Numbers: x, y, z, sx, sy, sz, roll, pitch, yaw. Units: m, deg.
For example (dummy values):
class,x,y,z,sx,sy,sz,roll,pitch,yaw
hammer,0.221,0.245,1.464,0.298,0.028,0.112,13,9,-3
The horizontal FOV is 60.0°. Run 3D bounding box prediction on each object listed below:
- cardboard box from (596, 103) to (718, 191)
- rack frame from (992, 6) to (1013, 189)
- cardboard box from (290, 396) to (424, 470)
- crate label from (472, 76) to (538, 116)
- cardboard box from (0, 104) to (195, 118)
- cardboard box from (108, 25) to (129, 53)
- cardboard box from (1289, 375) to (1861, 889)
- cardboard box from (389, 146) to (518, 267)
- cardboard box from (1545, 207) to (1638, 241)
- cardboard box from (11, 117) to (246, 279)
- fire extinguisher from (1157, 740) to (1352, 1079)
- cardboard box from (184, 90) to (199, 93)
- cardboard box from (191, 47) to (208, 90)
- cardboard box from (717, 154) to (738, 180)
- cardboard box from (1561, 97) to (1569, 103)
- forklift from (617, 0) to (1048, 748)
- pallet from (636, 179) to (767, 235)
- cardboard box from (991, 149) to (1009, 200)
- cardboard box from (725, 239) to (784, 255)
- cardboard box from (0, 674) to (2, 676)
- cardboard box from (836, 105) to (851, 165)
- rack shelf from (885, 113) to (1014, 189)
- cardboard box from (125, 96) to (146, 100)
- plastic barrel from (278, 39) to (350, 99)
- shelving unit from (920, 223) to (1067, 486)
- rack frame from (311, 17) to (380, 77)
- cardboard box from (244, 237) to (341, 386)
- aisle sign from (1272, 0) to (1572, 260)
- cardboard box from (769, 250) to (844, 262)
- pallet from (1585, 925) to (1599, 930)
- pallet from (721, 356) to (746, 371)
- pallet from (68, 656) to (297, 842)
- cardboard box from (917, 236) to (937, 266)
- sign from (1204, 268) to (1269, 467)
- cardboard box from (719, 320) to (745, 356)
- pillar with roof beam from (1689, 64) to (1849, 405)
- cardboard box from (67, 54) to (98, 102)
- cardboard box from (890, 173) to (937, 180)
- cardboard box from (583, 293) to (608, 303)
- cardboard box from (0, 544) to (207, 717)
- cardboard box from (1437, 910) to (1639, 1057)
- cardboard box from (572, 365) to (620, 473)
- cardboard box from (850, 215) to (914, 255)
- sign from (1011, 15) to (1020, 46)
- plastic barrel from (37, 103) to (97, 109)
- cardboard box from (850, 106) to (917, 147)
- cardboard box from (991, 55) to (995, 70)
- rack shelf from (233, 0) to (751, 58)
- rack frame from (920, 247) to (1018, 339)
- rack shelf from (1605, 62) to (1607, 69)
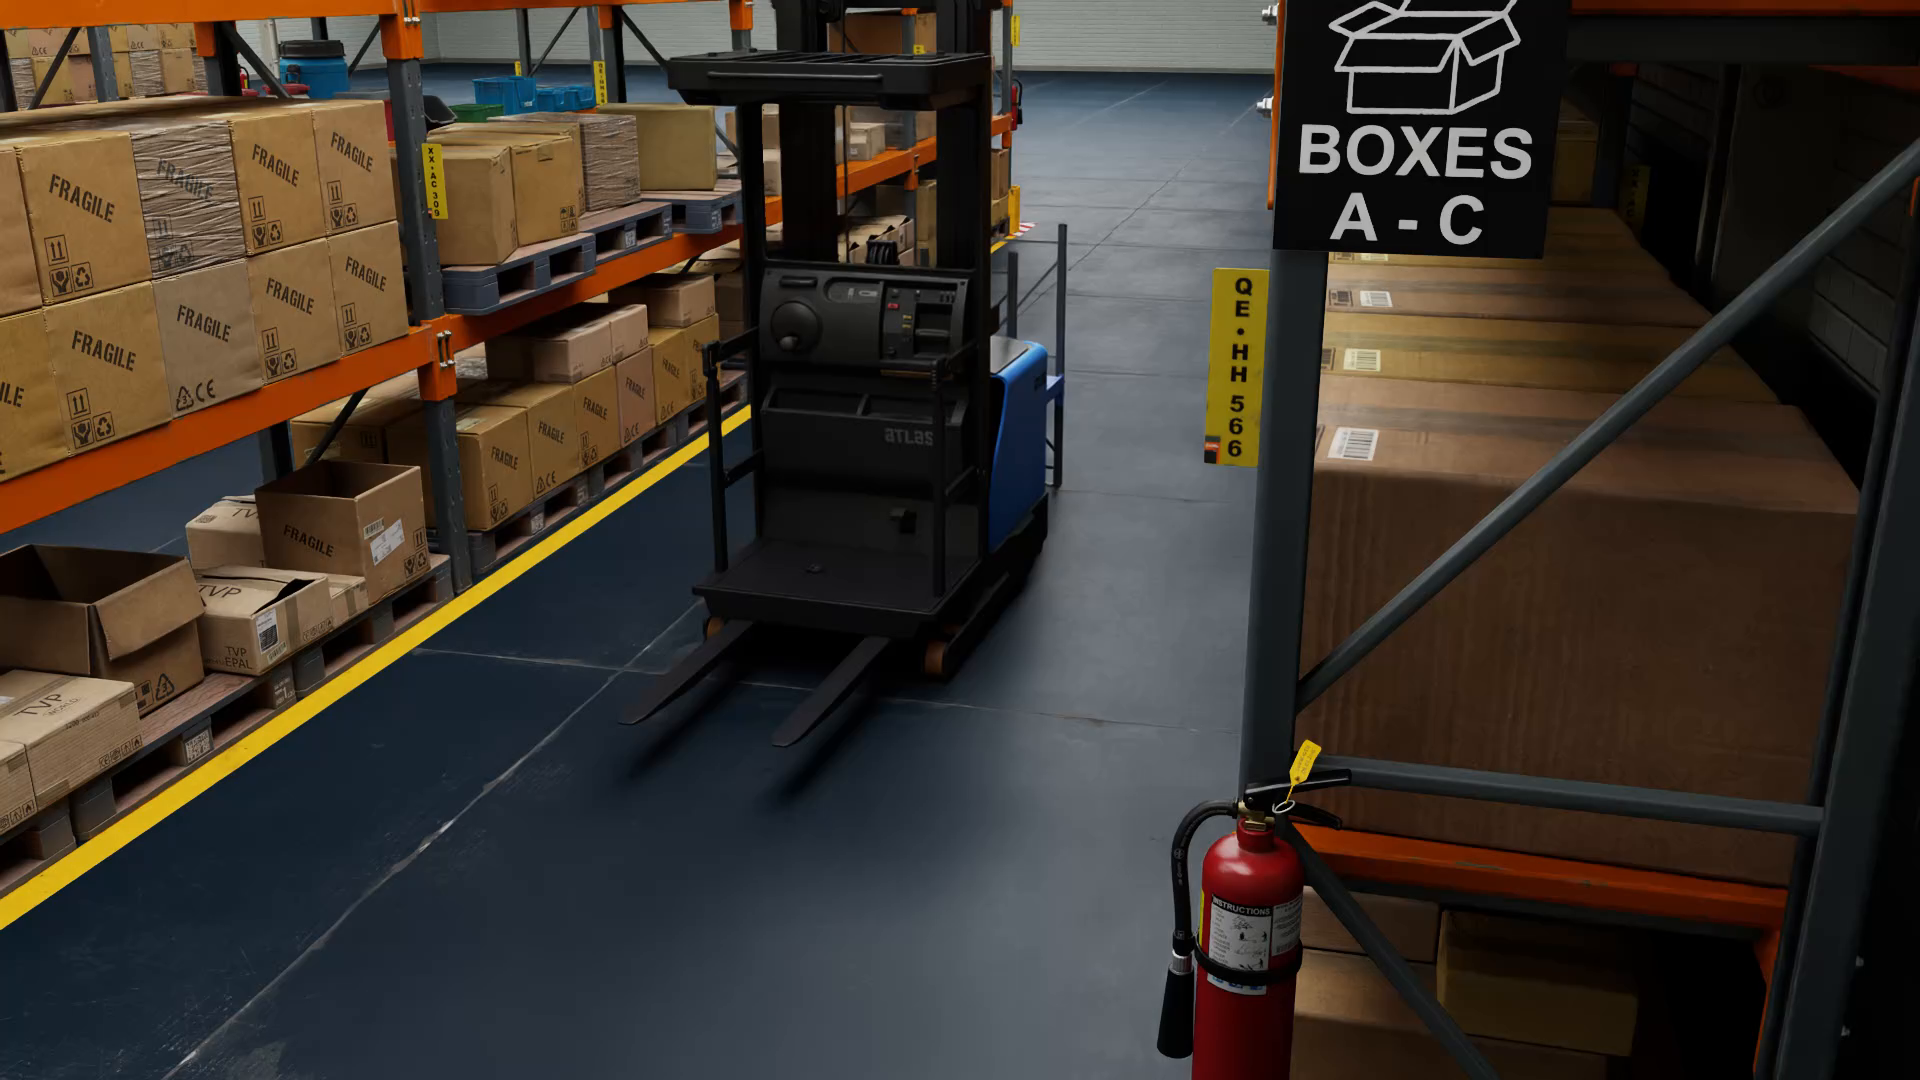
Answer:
class,x,y,z,sx,sy,sz,roll,pitch,yaw
cardboard box,-1.917,-2.507,10.584,0.700,0.500,0.500,-2,19,-5
rack frame,0.082,-4.975,18.613,1.000,3.000,0.127,5,19,13
cardboard box,-3.007,-0.417,8.453,0.500,0.500,0.500,5,19,13
crate label,-4.908,-4.786,18.004,0.502,0.435,0.616,5,19,13
cardboard box,-3.364,-1.447,6.582,0.500,0.500,0.500,4,19,12
cardboard box,-9.789,-5.758,18.744,0.500,0.500,0.500,5,19,13
cardboard box,1.092,0.127,3.210,0.980,0.700,0.700,6,20,16
cardboard box,-2.517,-1.591,7.900,0.700,0.500,0.500,-2,19,-5
cardboard box,1.806,-0.797,5.917,0.980,0.700,0.700,5,19,14
cardboard box,-2.968,-1.237,5.966,0.500,0.500,0.500,5,19,14
fire extinguisher,0.493,0.654,2.830,0.296,0.674,0.183,5,19,13
cardboard box,-9.466,-5.373,20.167,0.380,0.149,0.250,5,19,13
cardboard box,-9.684,-5.777,20.344,0.875,0.500,0.500,5,19,13
cardboard box,-1.742,-2.536,11.610,0.500,0.311,0.500,6,20,17
cardboard box,2.814,-2.145,8.520,0.500,0.250,0.500,4,19,12
forklift,-0.479,-0.947,6.925,1.130,2.935,3.031,6,20,16
pallet,-1.970,-2.159,10.664,1.213,0.211,1.003,5,19,13
cardboard box,0.239,-4.036,18.307,0.500,0.500,0.500,5,19,13
cardboard box,-1.612,-2.293,13.495,0.500,0.311,0.500,5,20,15
cardboard box,-3.672,0.647,5.725,0.500,0.250,0.500,5,19,13
cardboard box,-1.228,-3.364,13.742,0.500,0.500,0.500,6,20,17
rack shelf,-0.407,-4.008,16.894,1.077,0.370,4.000,5,19,13
cardboard box,-9.657,-5.056,19.237,0.380,0.149,0.250,5,19,13
plastic barrel,-6.086,-4.254,15.725,0.600,0.901,0.708,5,19,13
shelving unit,0.195,-0.892,8.980,0.538,1.500,1.048,6,20,16
rack frame,-5.698,-4.114,16.091,1.000,3.000,0.127,5,19,13
cardboard box,-2.848,-0.923,6.593,0.500,0.500,0.500,5,20,15
aisle sign,0.669,-0.802,2.372,0.394,0.787,0.004,5,19,13
cardboard box,-1.213,-2.097,12.922,0.500,0.311,0.500,4,19,12
pallet,1.397,1.111,5.107,1.003,0.211,1.213,5,19,13
pallet,-1.634,-1.403,12.469,1.003,0.211,1.213,5,19,13
pallet,-3.315,0.704,6.299,1.003,0.211,1.213,5,19,13
cardboard box,-0.488,-2.740,15.674,0.500,0.250,0.500,5,19,13
sign,0.454,-0.277,2.701,0.100,0.325,0.005,5,19,13
cardboard box,-1.460,-1.506,12.061,0.500,0.250,0.500,5,19,13
pillar with roof beam,-1.552,-3.715,5.642,9.100,9.000,0.400,5,19,13
cardboard box,-10.150,-5.148,18.503,0.875,0.500,0.500,5,19,13
cardboard box,-0.364,-3.252,16.011,0.500,0.500,0.500,5,19,13
cardboard box,-2.261,-1.373,11.253,0.500,0.500,0.500,6,20,16
cardboard box,-3.304,0.348,6.208,0.797,0.503,0.637,5,19,13
cardboard box,1.214,0.935,3.524,0.380,0.149,0.250,5,19,14
cardboard box,-2.247,-0.696,9.270,0.500,0.500,0.500,5,19,14
cardboard box,-0.716,-2.735,14.790,0.500,0.311,0.500,5,19,13
sign,0.605,-5.588,18.249,0.100,0.325,0.005,5,19,13
plastic barrel,-6.856,-3.094,12.894,0.600,0.536,0.708,5,19,13
cardboard box,-0.793,-3.908,15.335,0.700,0.500,0.500,4,19,12
cardboard box,0.173,-5.195,18.097,0.380,0.149,0.250,4,19,12
rack shelf,-2.361,-2.920,9.068,1.077,0.370,4.000,5,19,13
rack frame,0.043,-0.736,8.521,0.500,1.500,0.032,6,20,16
rack shelf,2.443,-2.530,7.926,1.077,0.370,4.000,5,19,13
